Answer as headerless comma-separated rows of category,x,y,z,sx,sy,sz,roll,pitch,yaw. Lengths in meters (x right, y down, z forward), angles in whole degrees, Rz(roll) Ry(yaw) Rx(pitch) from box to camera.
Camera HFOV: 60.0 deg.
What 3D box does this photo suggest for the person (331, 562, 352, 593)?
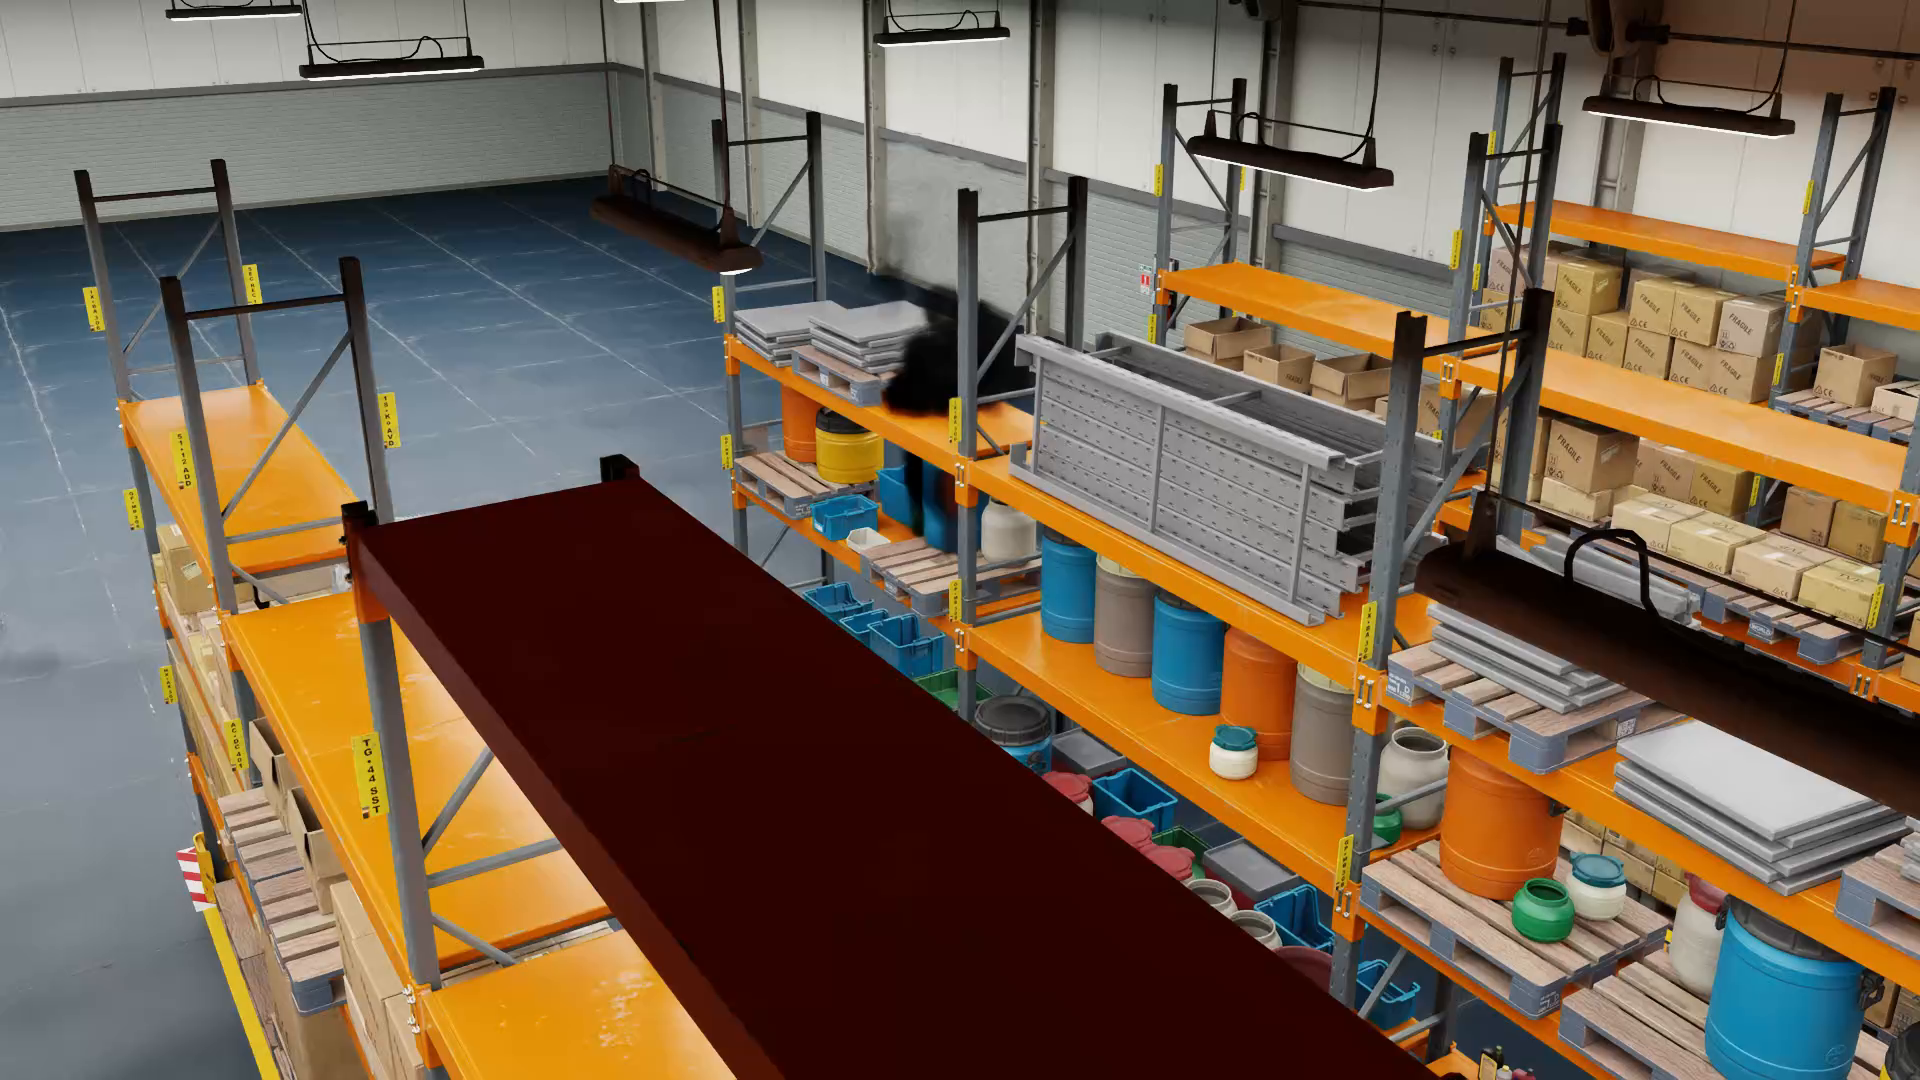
person,-6.347,0.567,17.613,0.849,1.823,0.663,1,22,2
